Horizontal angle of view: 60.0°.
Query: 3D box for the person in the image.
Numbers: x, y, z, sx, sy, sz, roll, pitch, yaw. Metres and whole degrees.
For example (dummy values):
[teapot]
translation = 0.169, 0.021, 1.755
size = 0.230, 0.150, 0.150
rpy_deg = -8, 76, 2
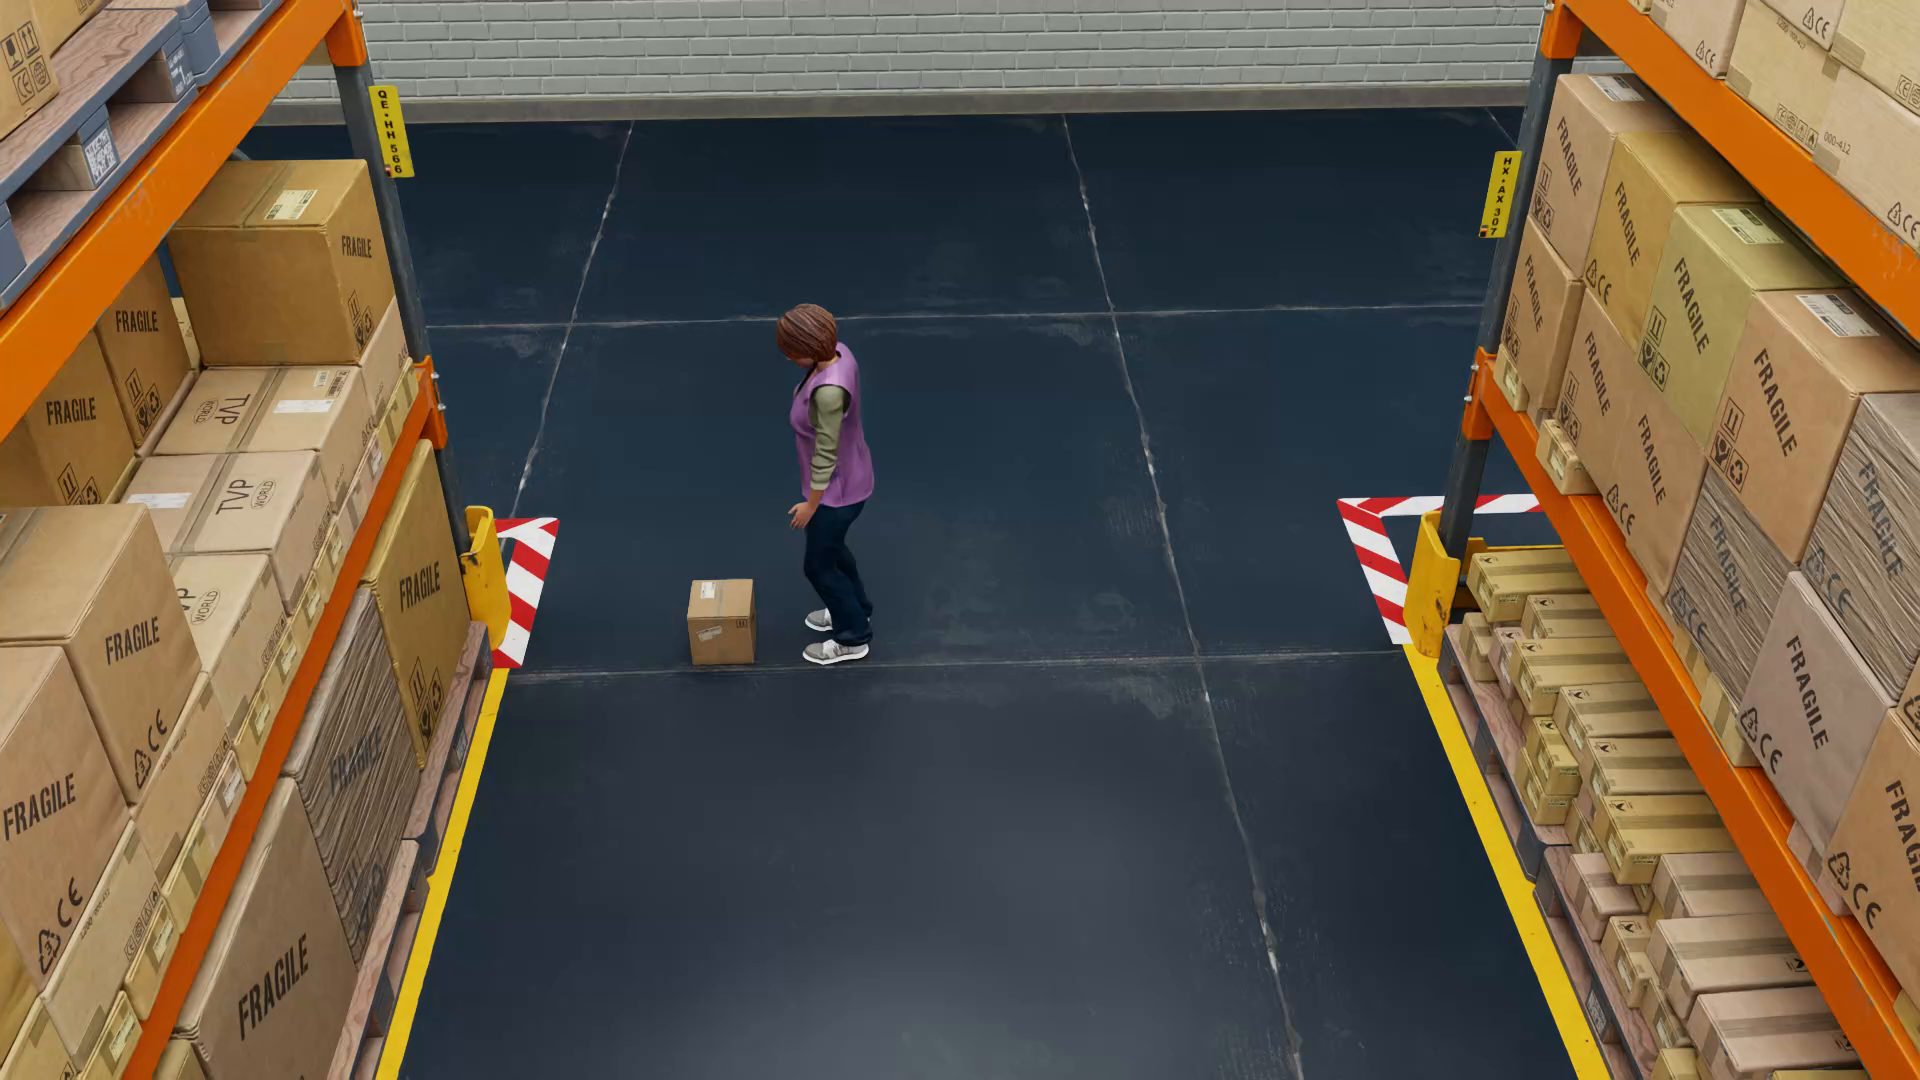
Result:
[person]
translation = -0.502, -0.200, 6.456
size = 0.341, 1.578, 0.417
rpy_deg = -1, 36, -1
